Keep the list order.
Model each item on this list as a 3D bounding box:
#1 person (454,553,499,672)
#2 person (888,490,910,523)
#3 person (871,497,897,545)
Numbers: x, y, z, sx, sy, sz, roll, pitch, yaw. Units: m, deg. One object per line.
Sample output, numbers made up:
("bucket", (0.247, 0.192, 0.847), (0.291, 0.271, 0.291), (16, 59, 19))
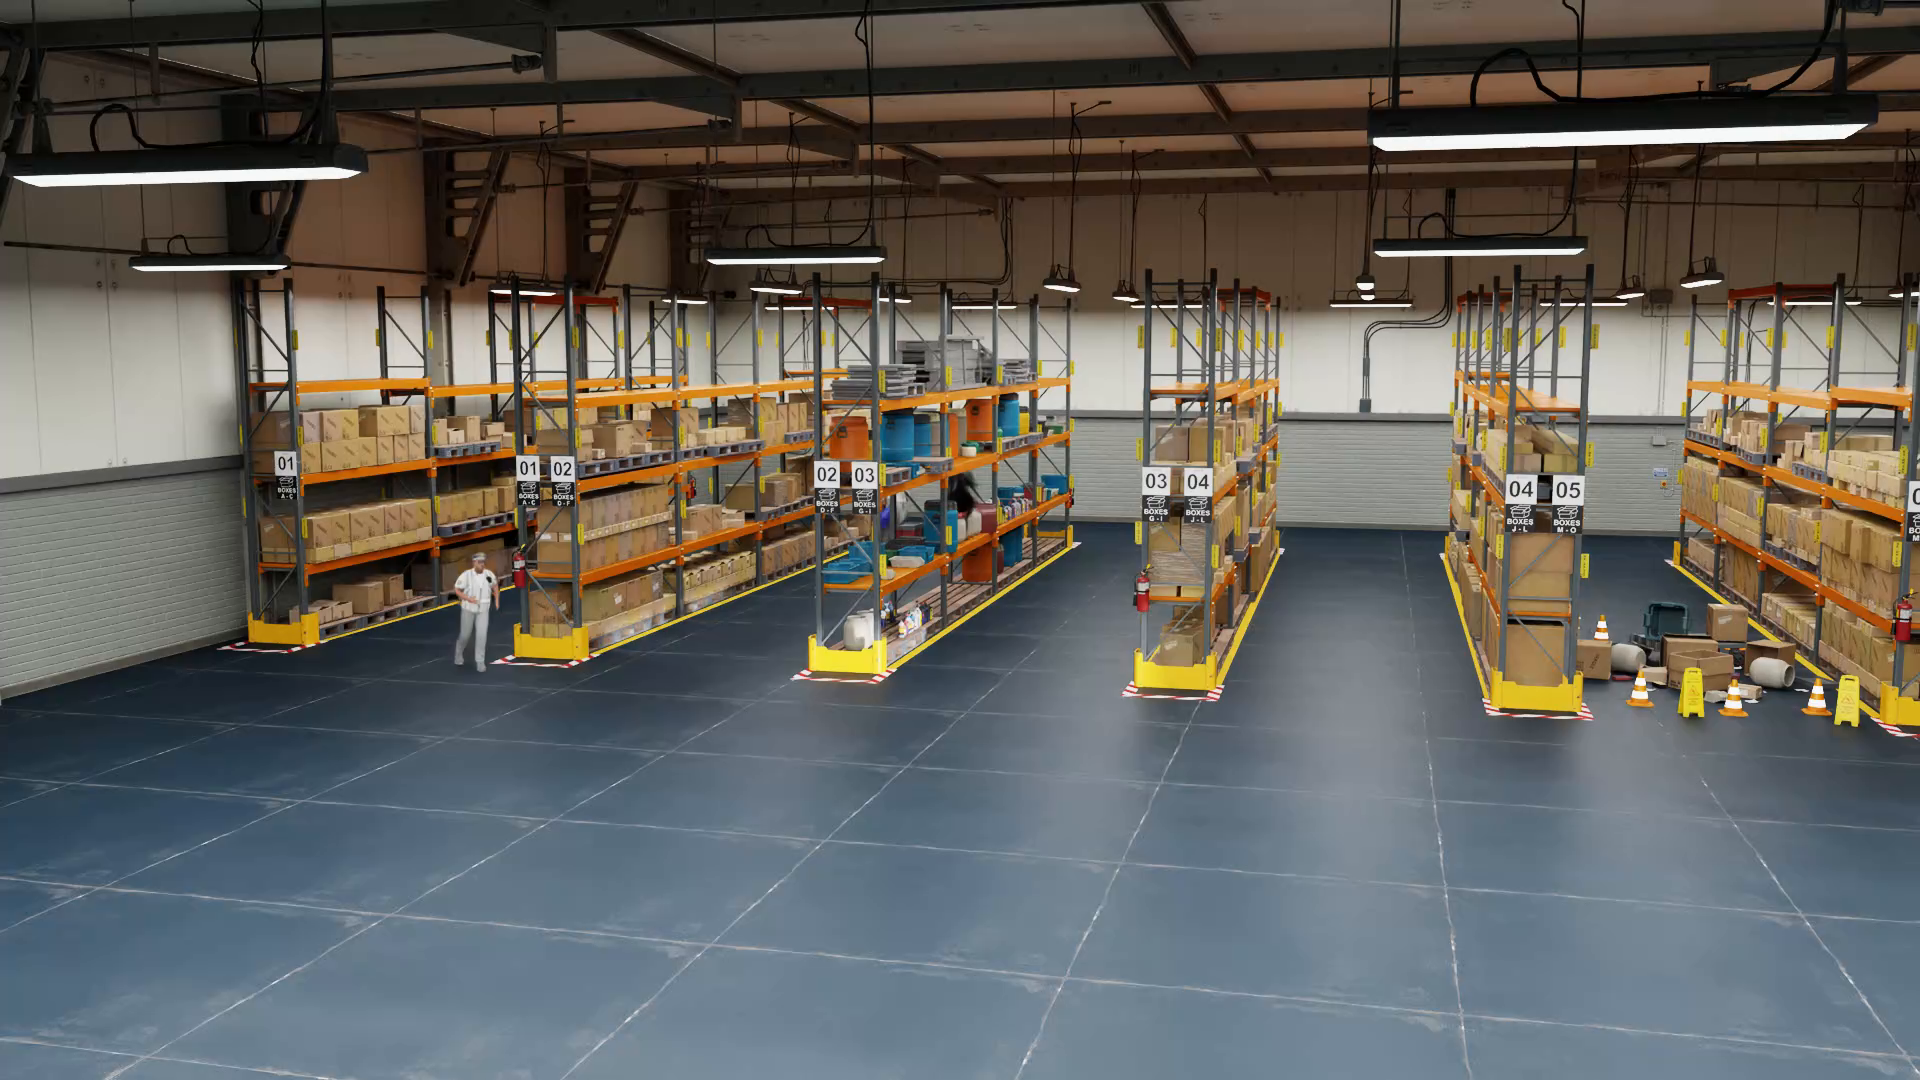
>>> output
("person", (-7.384, 1.071, 25.484), (0.712, 1.777, 0.901), (-4, 8, -30))
("person", (-1.561, -0.961, 43.019), (0.654, 1.691, 0.655), (-6, 9, -42))
("person", (-1.670, -0.094, 36.358), (0.582, 1.532, 0.578), (1, 7, 6))
